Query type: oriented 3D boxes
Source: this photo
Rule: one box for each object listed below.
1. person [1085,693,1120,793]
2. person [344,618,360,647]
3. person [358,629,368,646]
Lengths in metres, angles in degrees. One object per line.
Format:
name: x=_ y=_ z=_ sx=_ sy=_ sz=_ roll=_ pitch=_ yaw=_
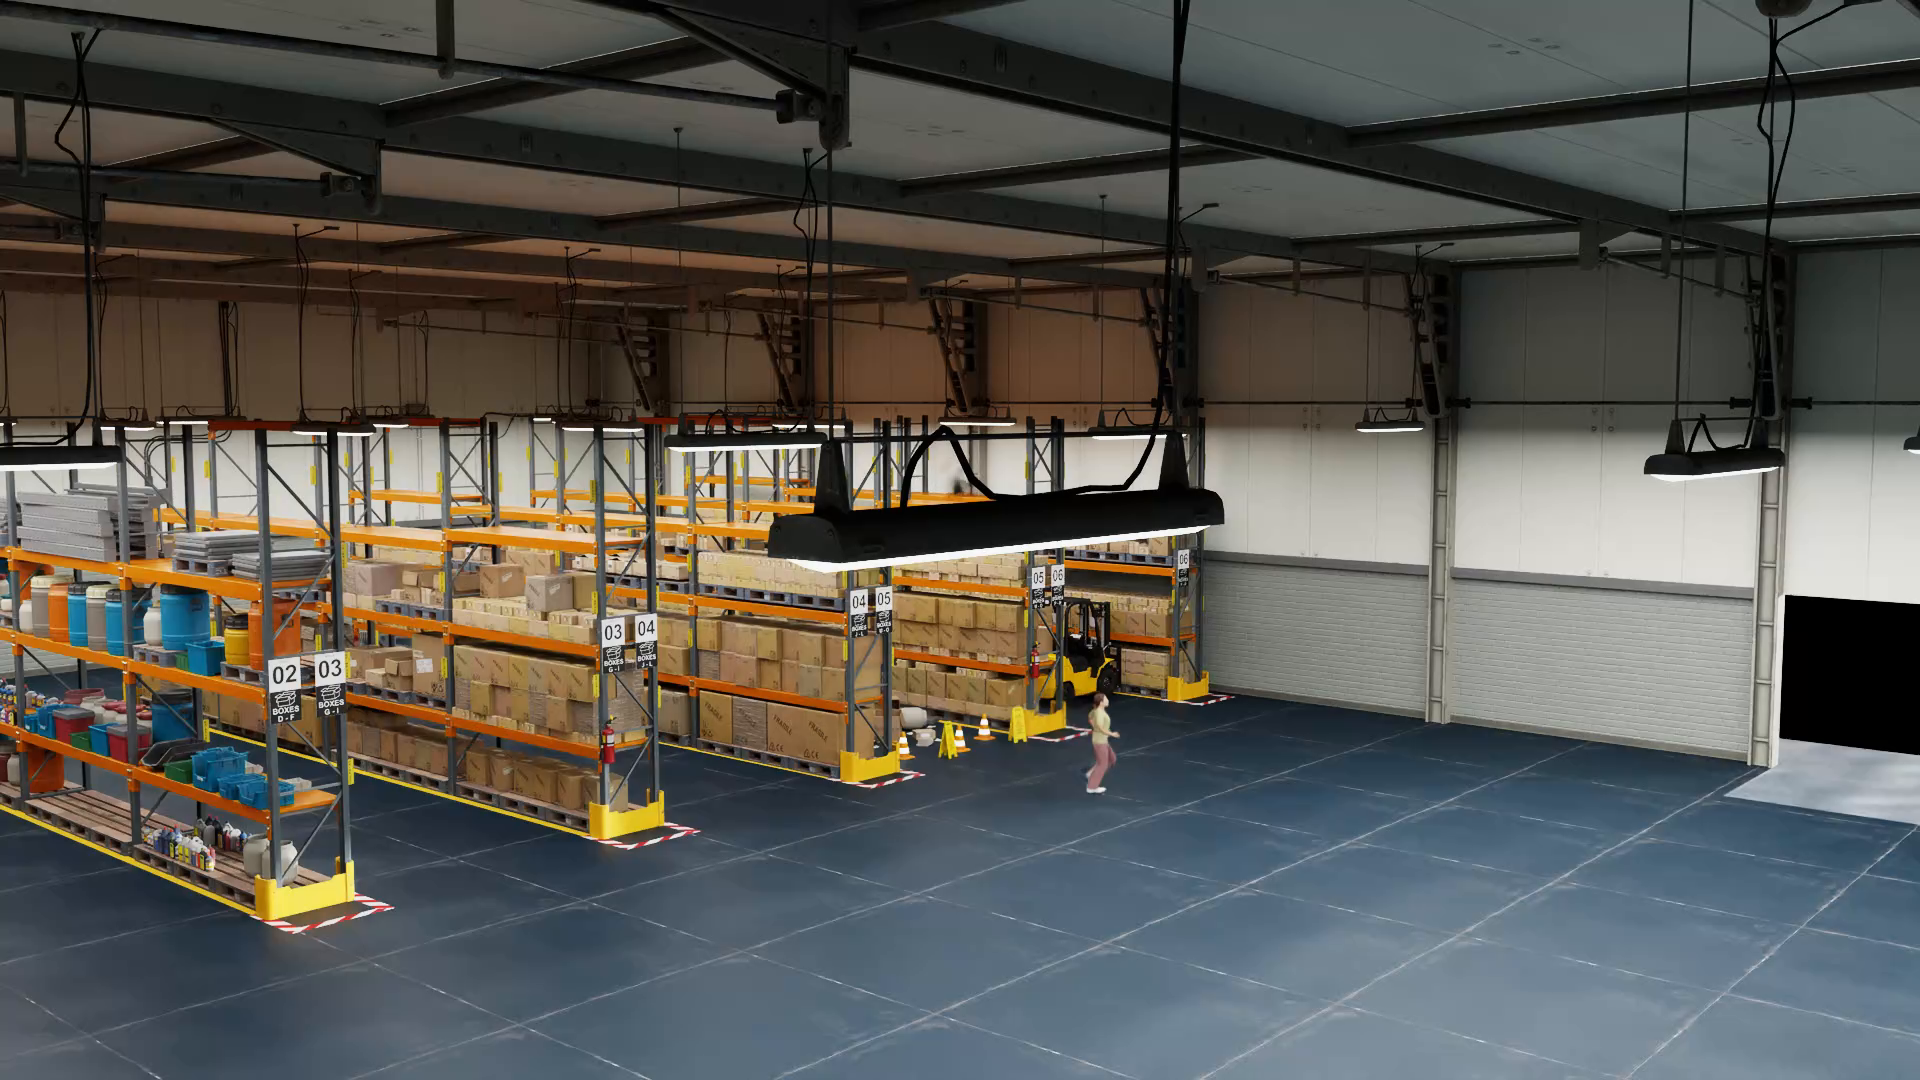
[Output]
person: x=2.308 y=3.270 z=26.902 sx=0.550 sy=1.623 sz=0.617 roll=0 pitch=5 yaw=1
person: x=-13.266 y=2.528 z=35.891 sx=0.614 sy=1.691 sz=0.682 roll=5 pitch=7 yaw=45
person: x=-14.075 y=2.220 z=39.561 sx=0.580 sy=1.728 sz=0.751 roll=2 pitch=5 yaw=27
